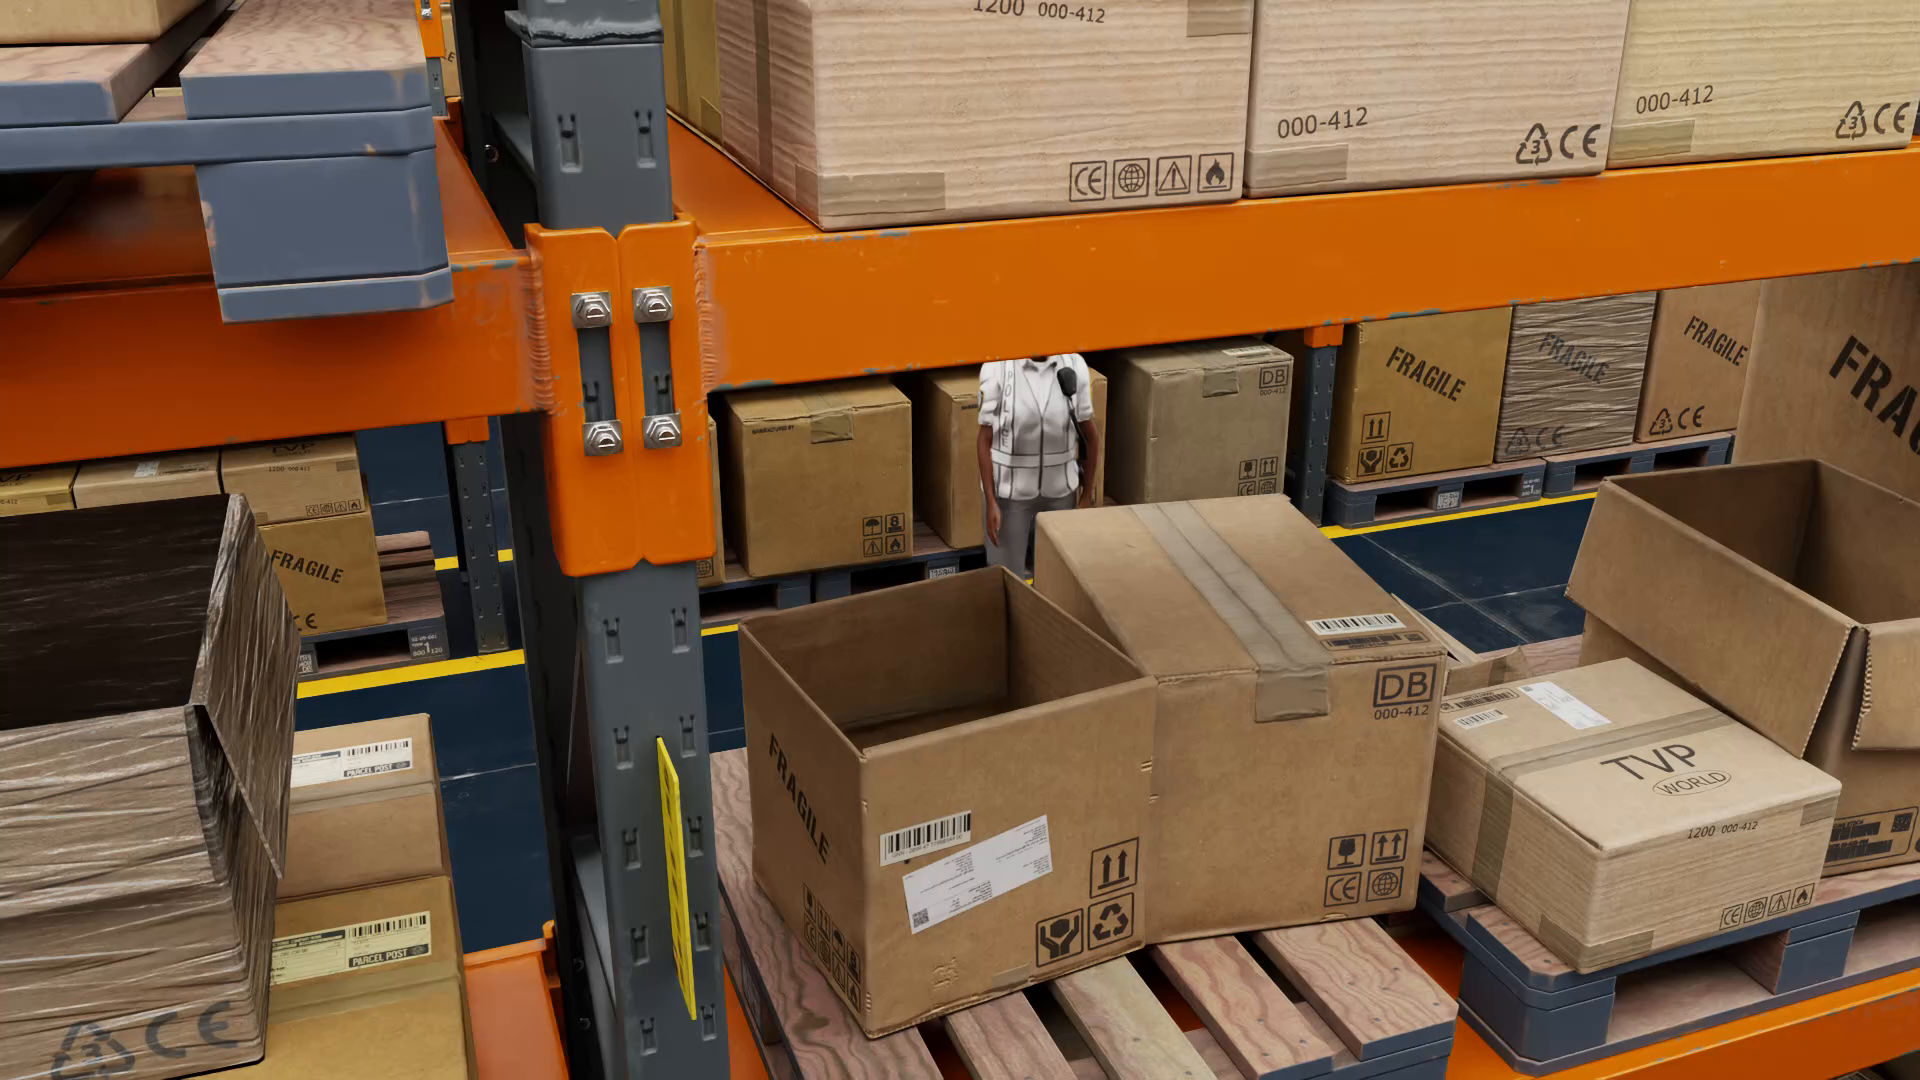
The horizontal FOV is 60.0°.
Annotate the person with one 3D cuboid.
[{"bbox_3d":[0.318,-0.142,6.351,0.487,1.690,0.499,-7,24,-15],"label":"person"}]
